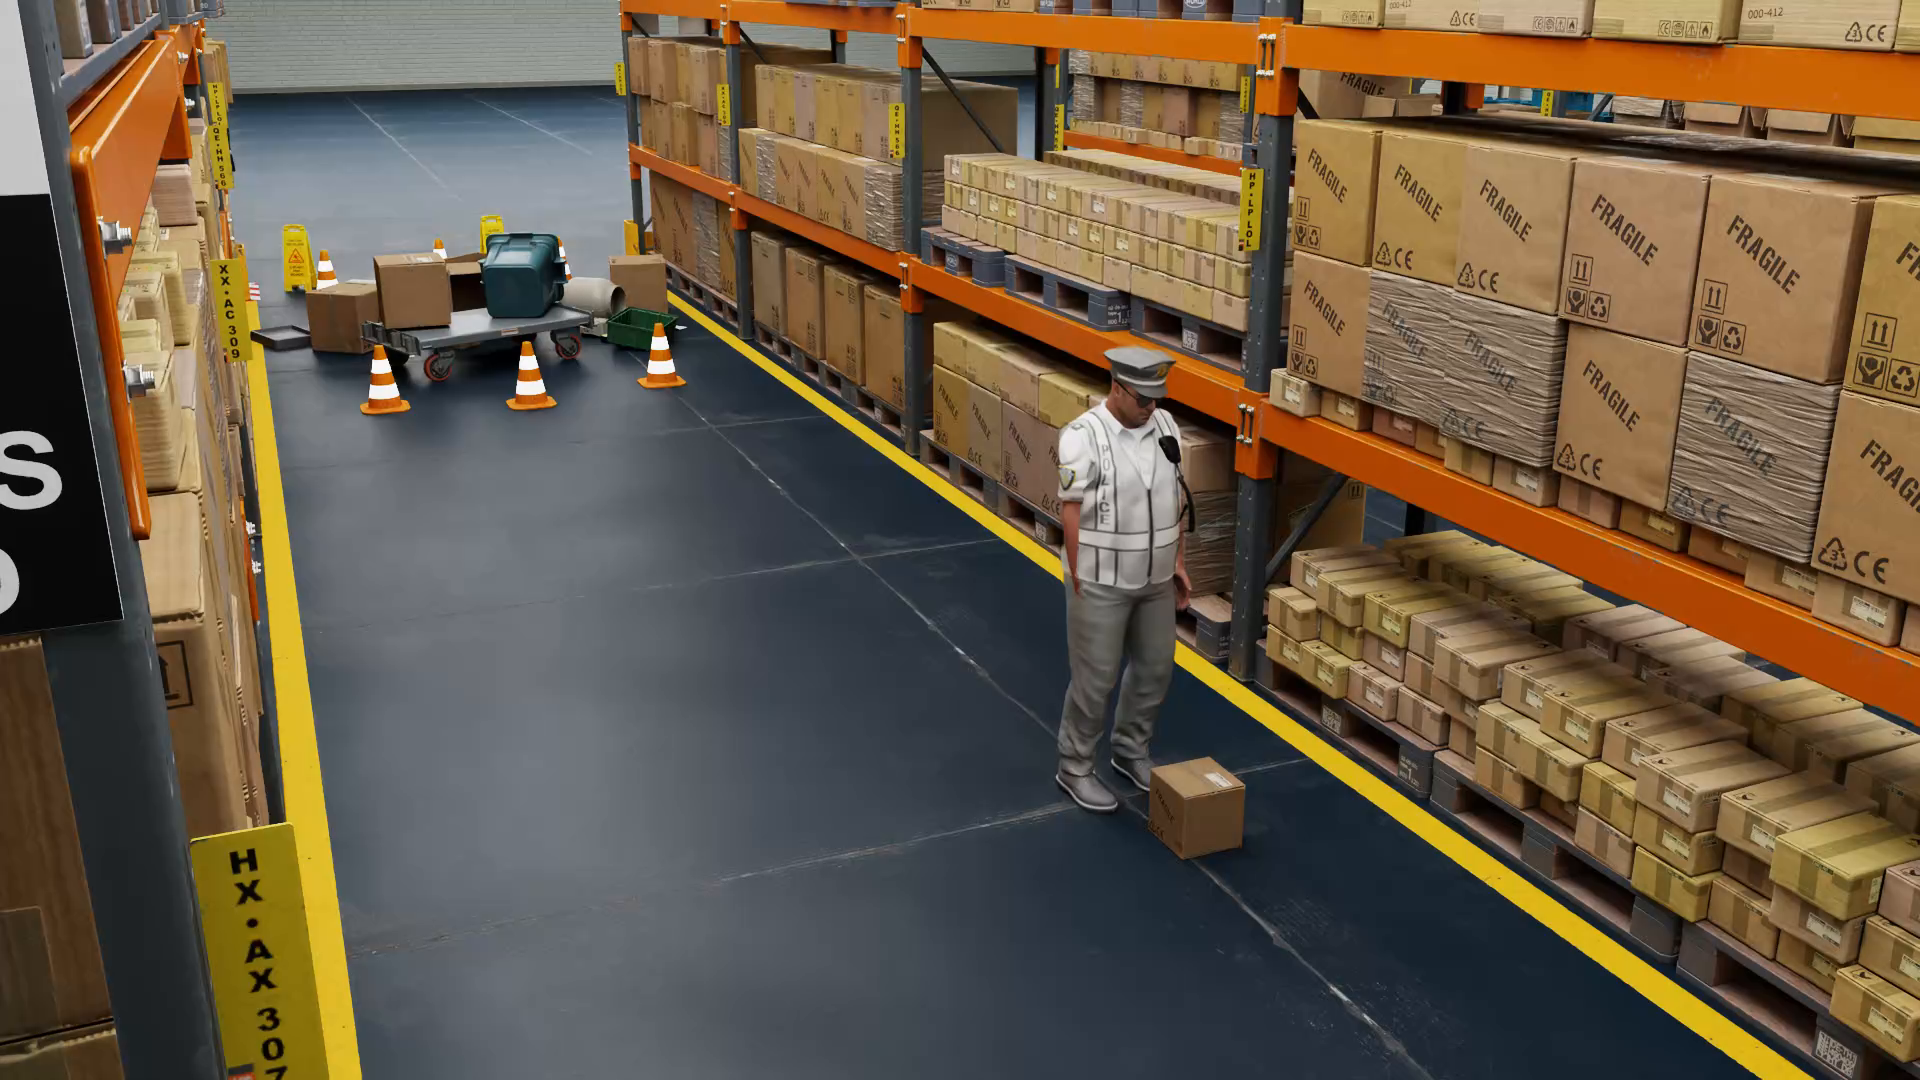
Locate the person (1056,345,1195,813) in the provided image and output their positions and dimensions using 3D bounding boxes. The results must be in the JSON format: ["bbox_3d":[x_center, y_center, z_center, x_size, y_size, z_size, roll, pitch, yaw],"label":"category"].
[{"bbox_3d":[0.615,0.133,6.193,0.532,1.737,0.390,-11,22,-29],"label":"person"}]
